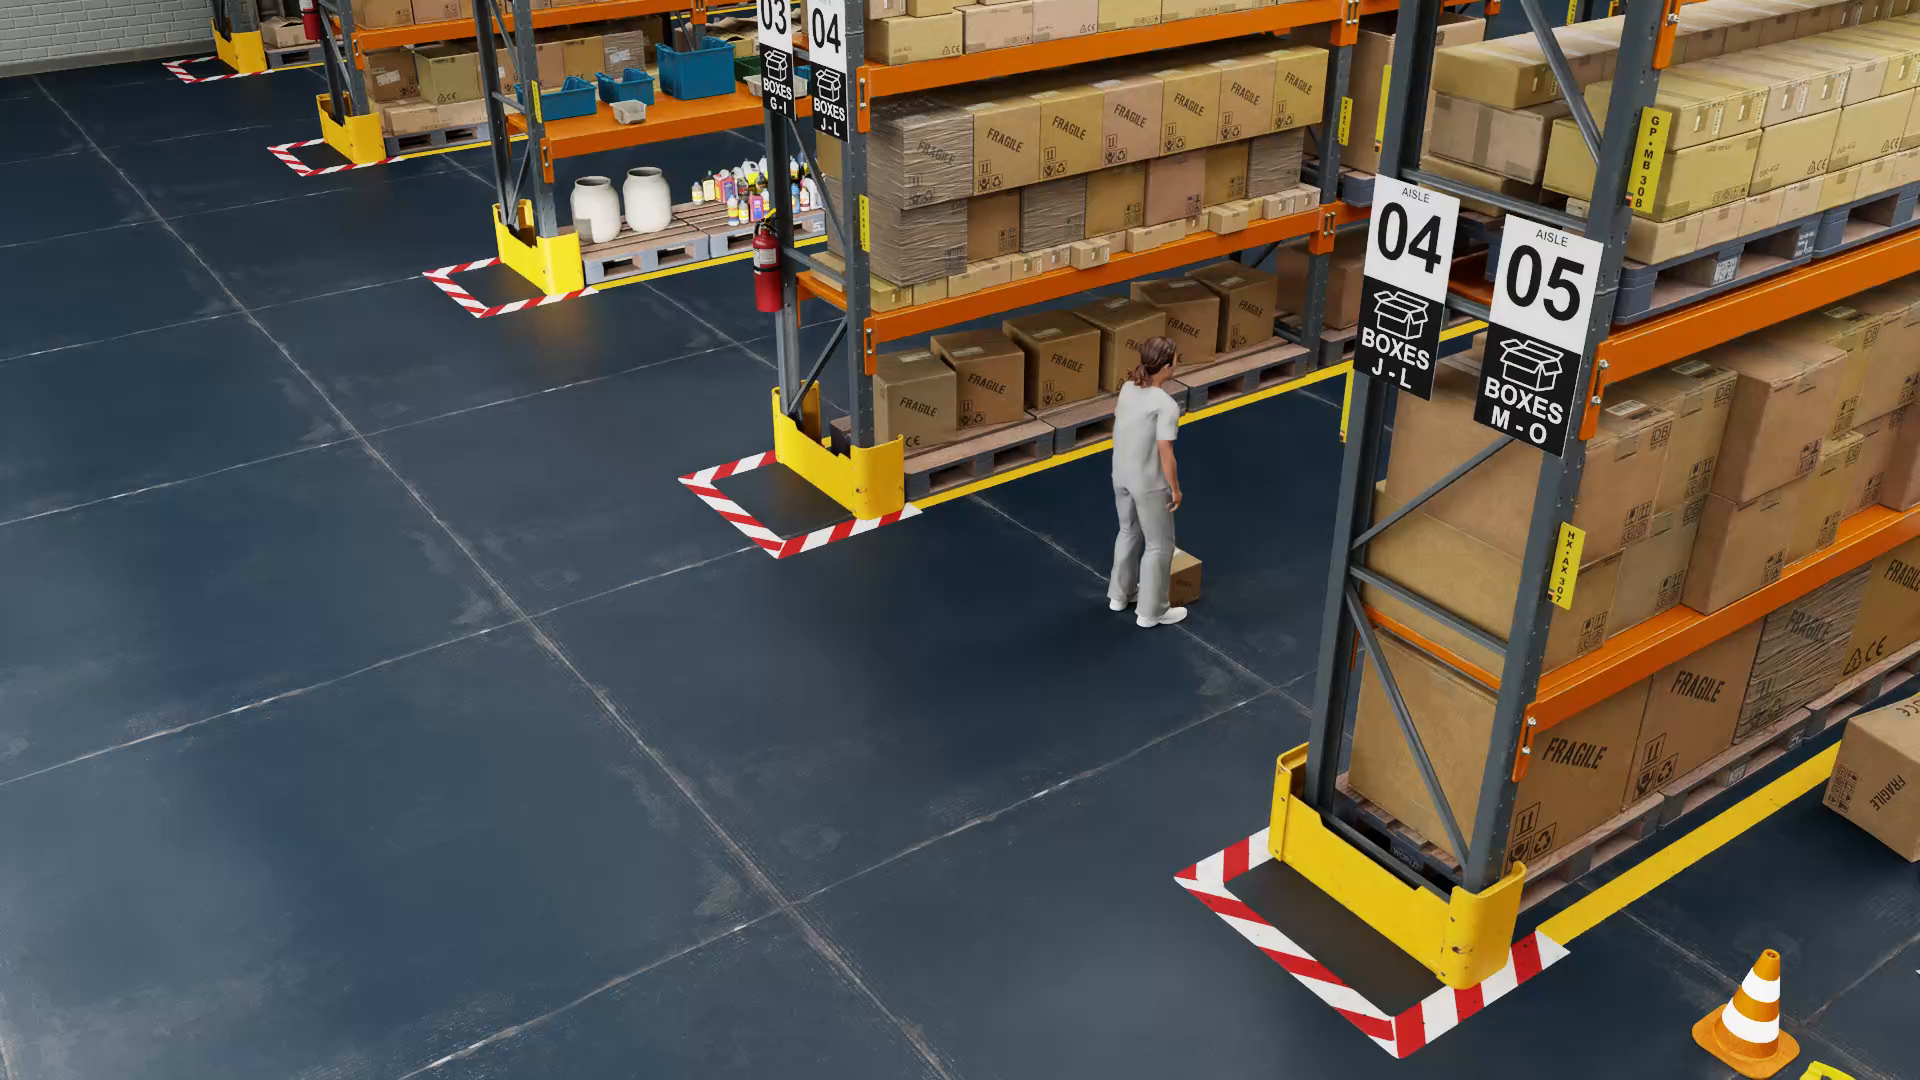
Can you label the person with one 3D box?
[{"bbox_3d":[1.034,-0.329,9.227,0.358,1.673,0.486,-19,34,-30],"label":"person"}]
